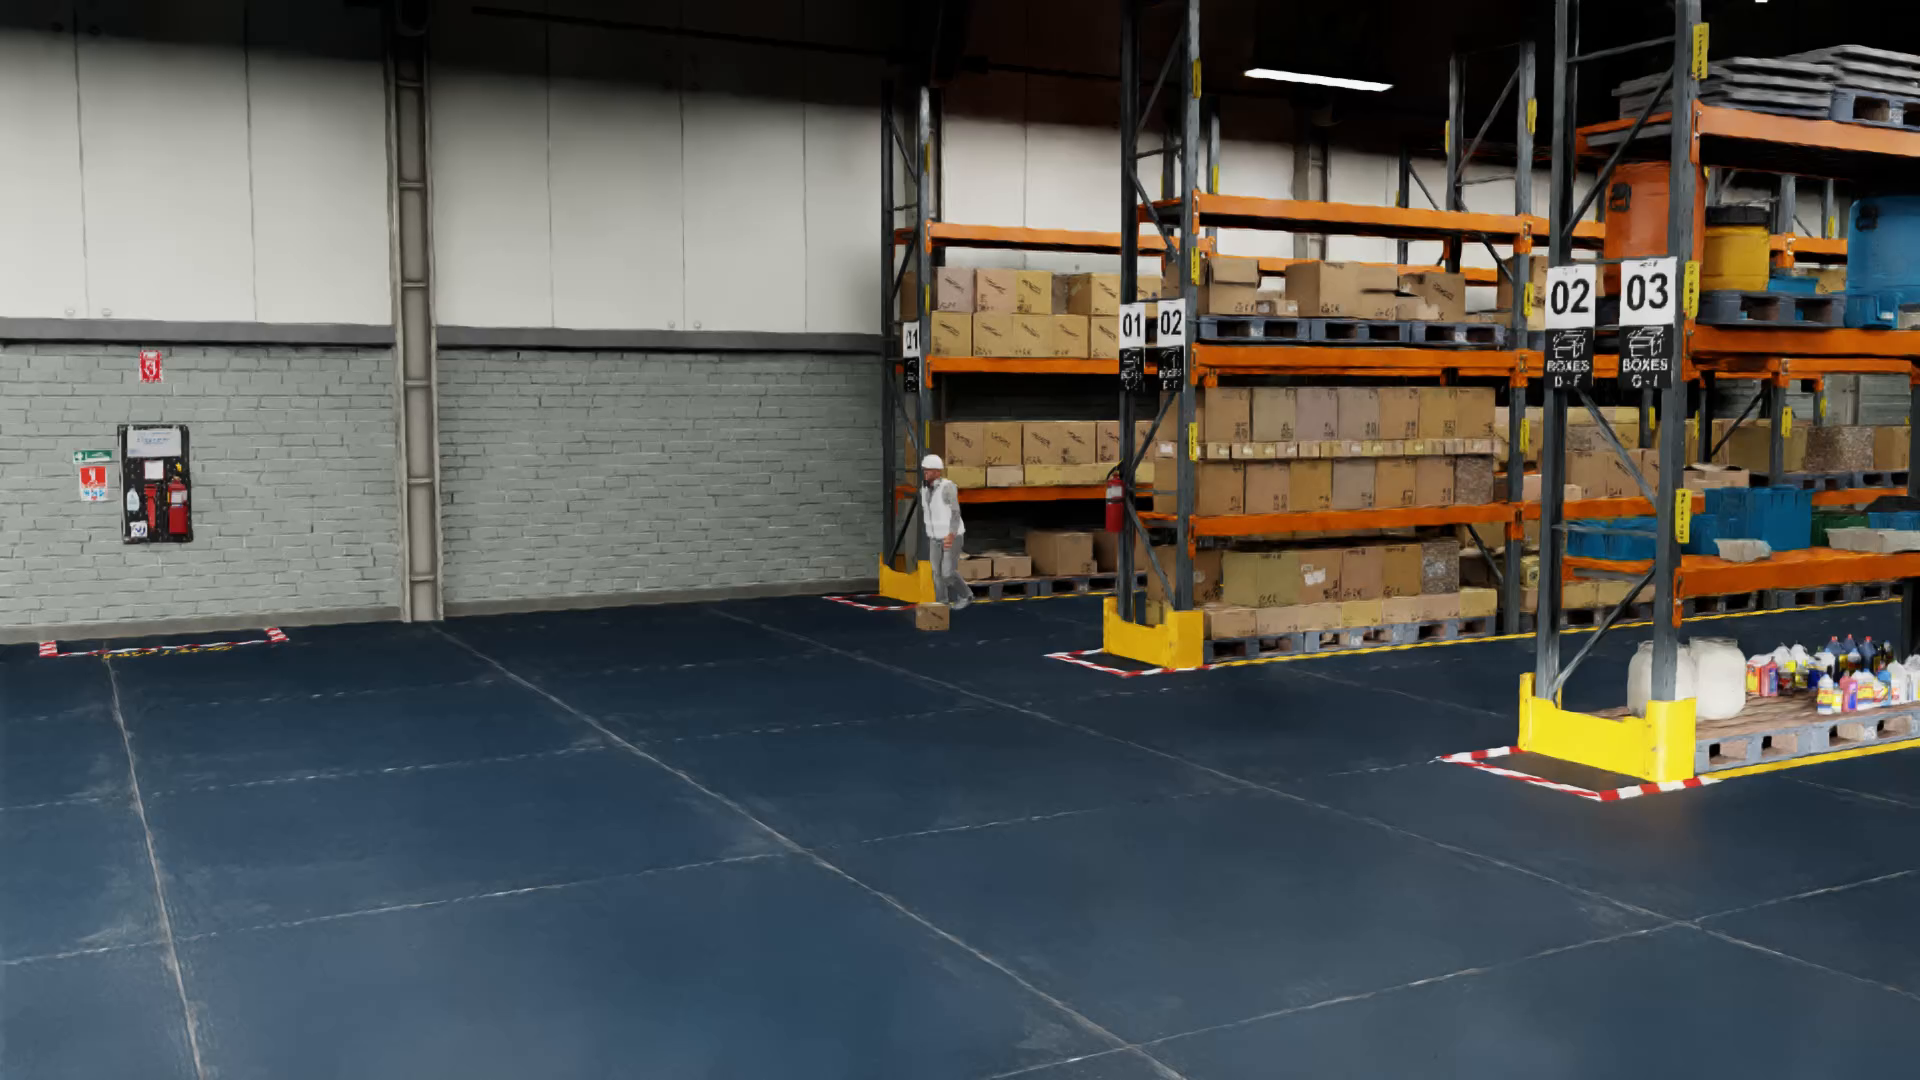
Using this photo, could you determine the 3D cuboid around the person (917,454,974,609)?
[{"bbox_3d":[-0.176,-0.051,17.752,0.546,1.751,0.670,5,7,43],"label":"person"}]
